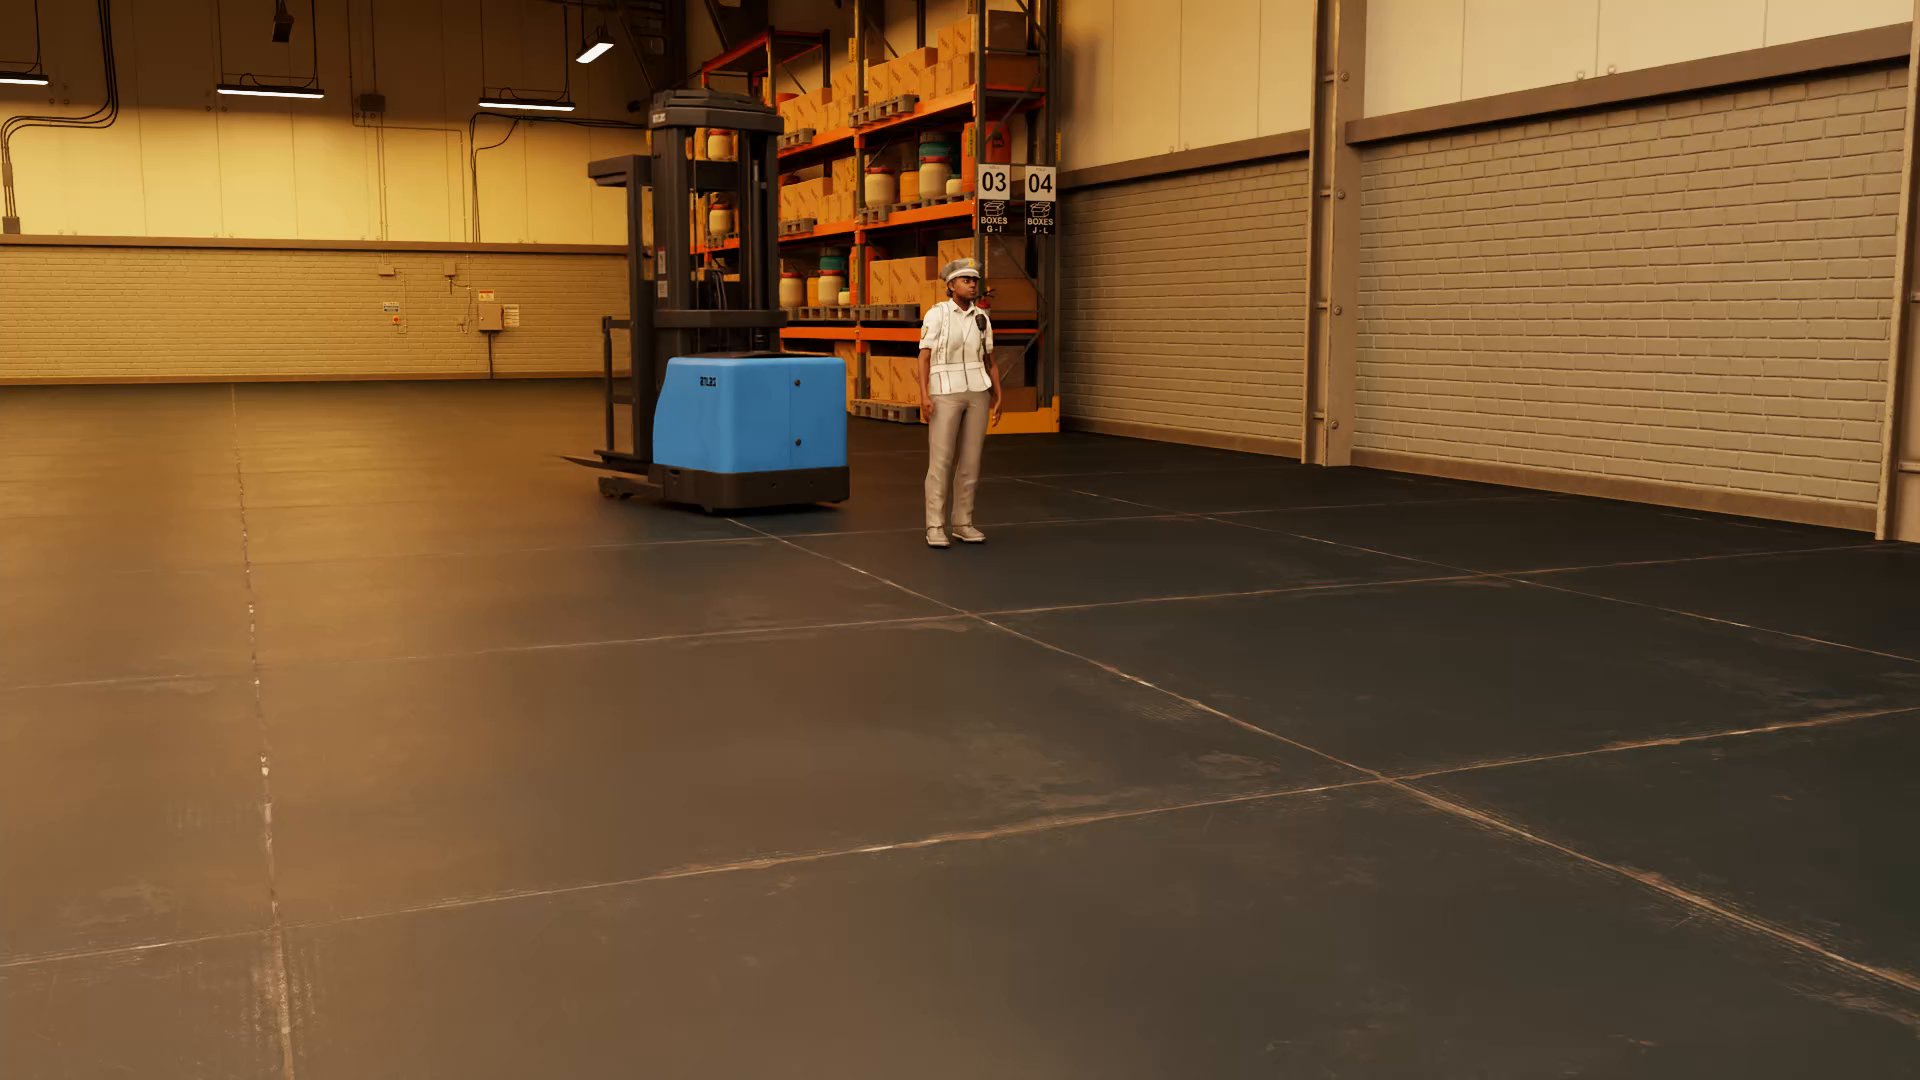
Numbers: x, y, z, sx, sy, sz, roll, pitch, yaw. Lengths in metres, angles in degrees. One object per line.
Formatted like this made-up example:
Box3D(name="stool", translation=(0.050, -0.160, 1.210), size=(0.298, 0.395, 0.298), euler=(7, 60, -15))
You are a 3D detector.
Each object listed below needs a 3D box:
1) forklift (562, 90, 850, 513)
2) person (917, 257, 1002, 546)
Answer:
Box3D(name="forklift", translation=(-2.078, -1.784, 12.473), size=(1.130, 2.935, 3.031), euler=(-6, 9, -37))
Box3D(name="person", translation=(0.012, -0.838, 9.966), size=(0.570, 1.697, 0.528), euler=(-3, 8, -23))
